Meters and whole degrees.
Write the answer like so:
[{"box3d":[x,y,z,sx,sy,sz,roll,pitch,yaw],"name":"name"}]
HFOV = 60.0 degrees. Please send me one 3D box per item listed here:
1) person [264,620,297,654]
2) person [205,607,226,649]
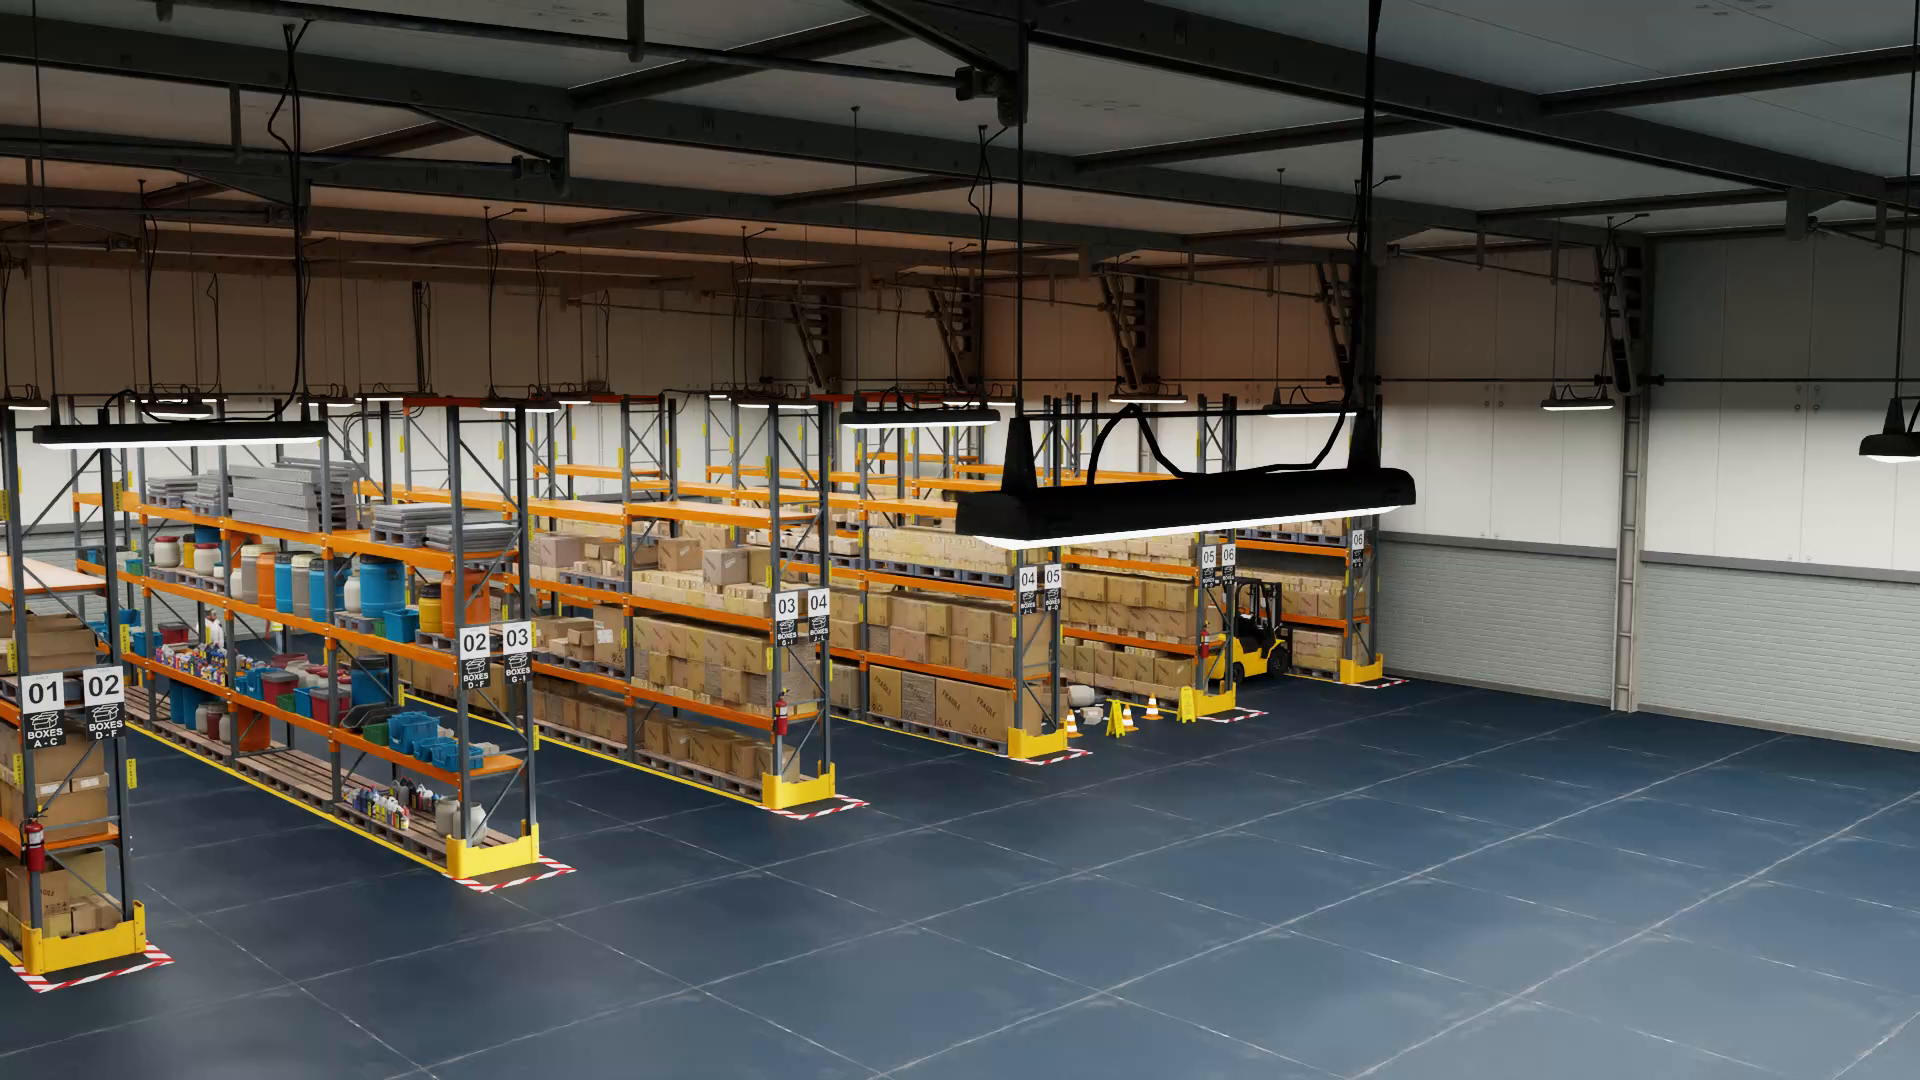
[{"box3d":[-14.791,1.973,36.214,0.695,1.734,1.018,-5,7,-41],"name":"person"},{"box3d":[-15.203,2.212,33.795,0.965,1.734,0.579,4,7,37],"name":"person"}]
